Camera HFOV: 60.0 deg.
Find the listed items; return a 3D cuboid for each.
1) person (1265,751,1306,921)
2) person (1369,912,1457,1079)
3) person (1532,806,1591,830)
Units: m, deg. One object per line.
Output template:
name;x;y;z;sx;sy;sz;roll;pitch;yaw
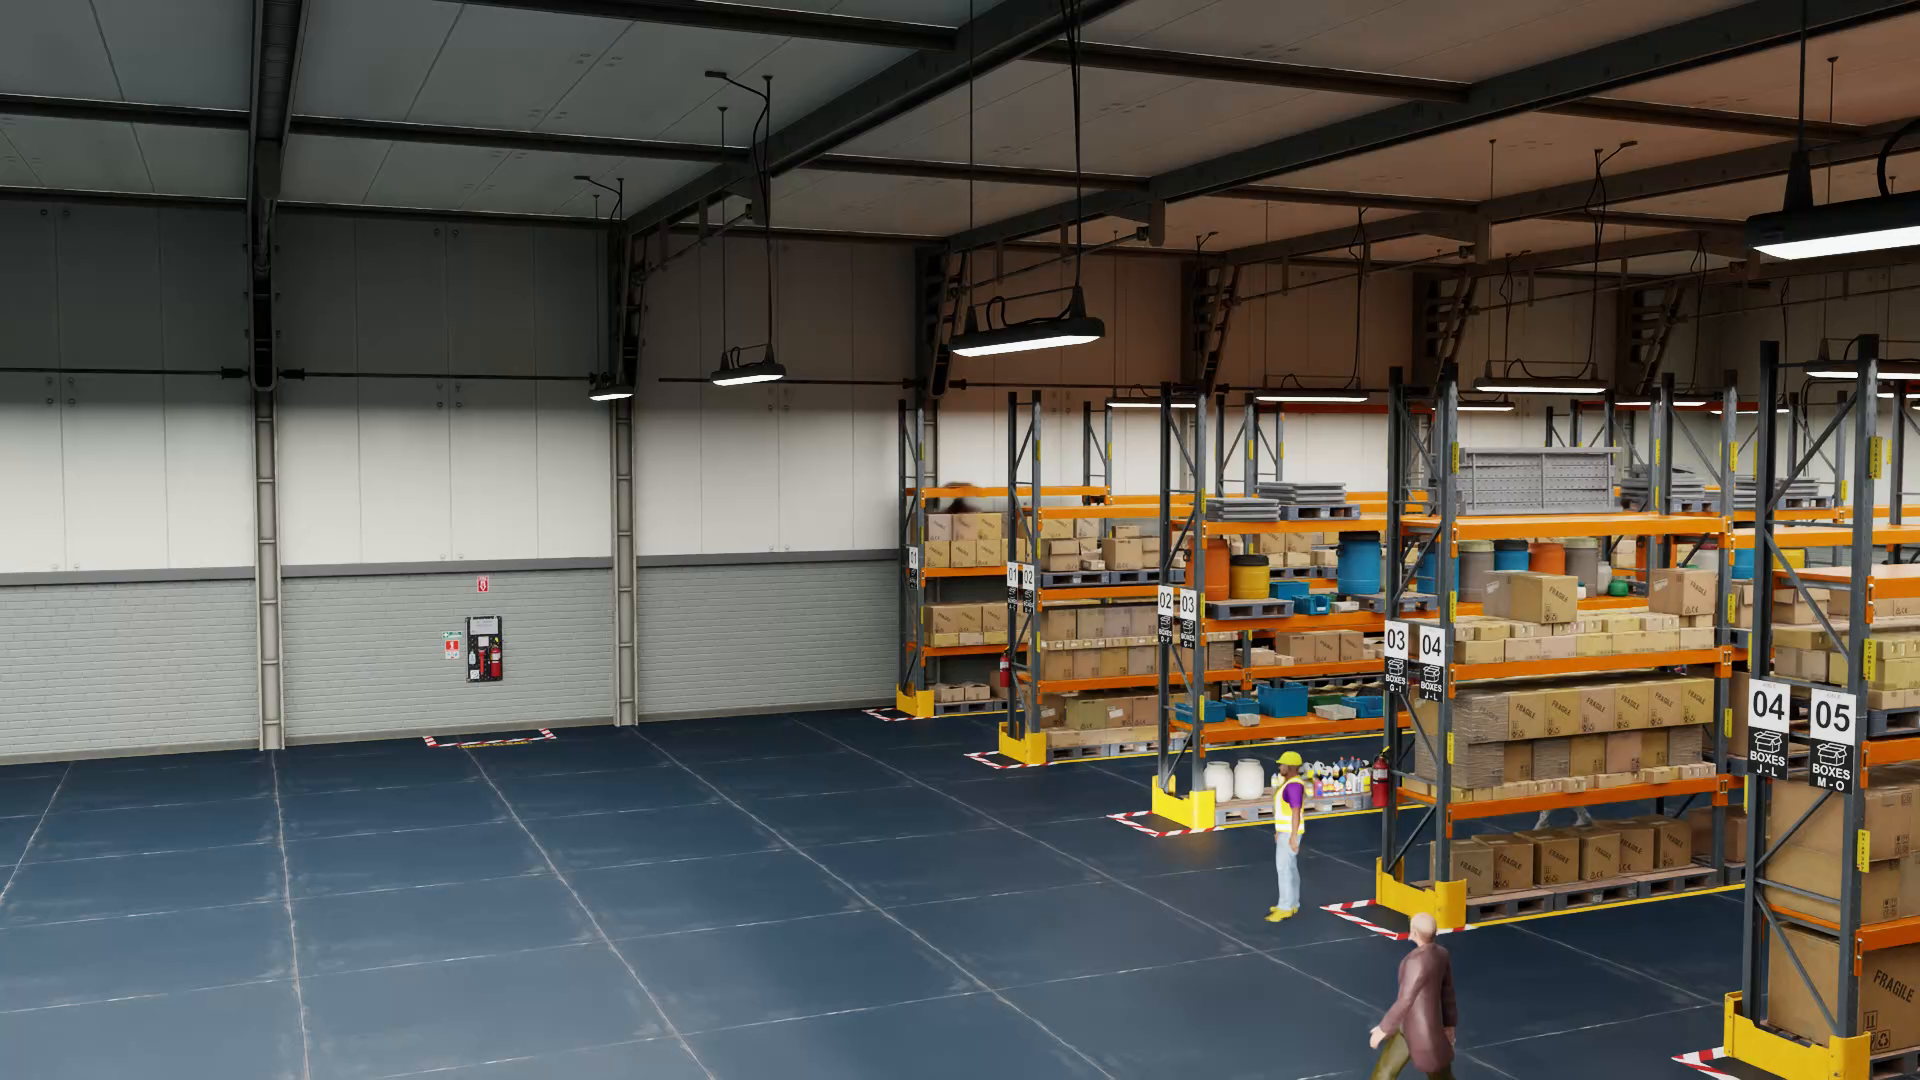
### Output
person;3.569;3.218;18.201;0.417;1.792;0.674;1;3;12
person;3.330;3.581;12.186;1.141;1.733;0.534;0;3;-1
person;7.992;3.043;21.974;0.805;1.728;0.479;-1;4;-17
